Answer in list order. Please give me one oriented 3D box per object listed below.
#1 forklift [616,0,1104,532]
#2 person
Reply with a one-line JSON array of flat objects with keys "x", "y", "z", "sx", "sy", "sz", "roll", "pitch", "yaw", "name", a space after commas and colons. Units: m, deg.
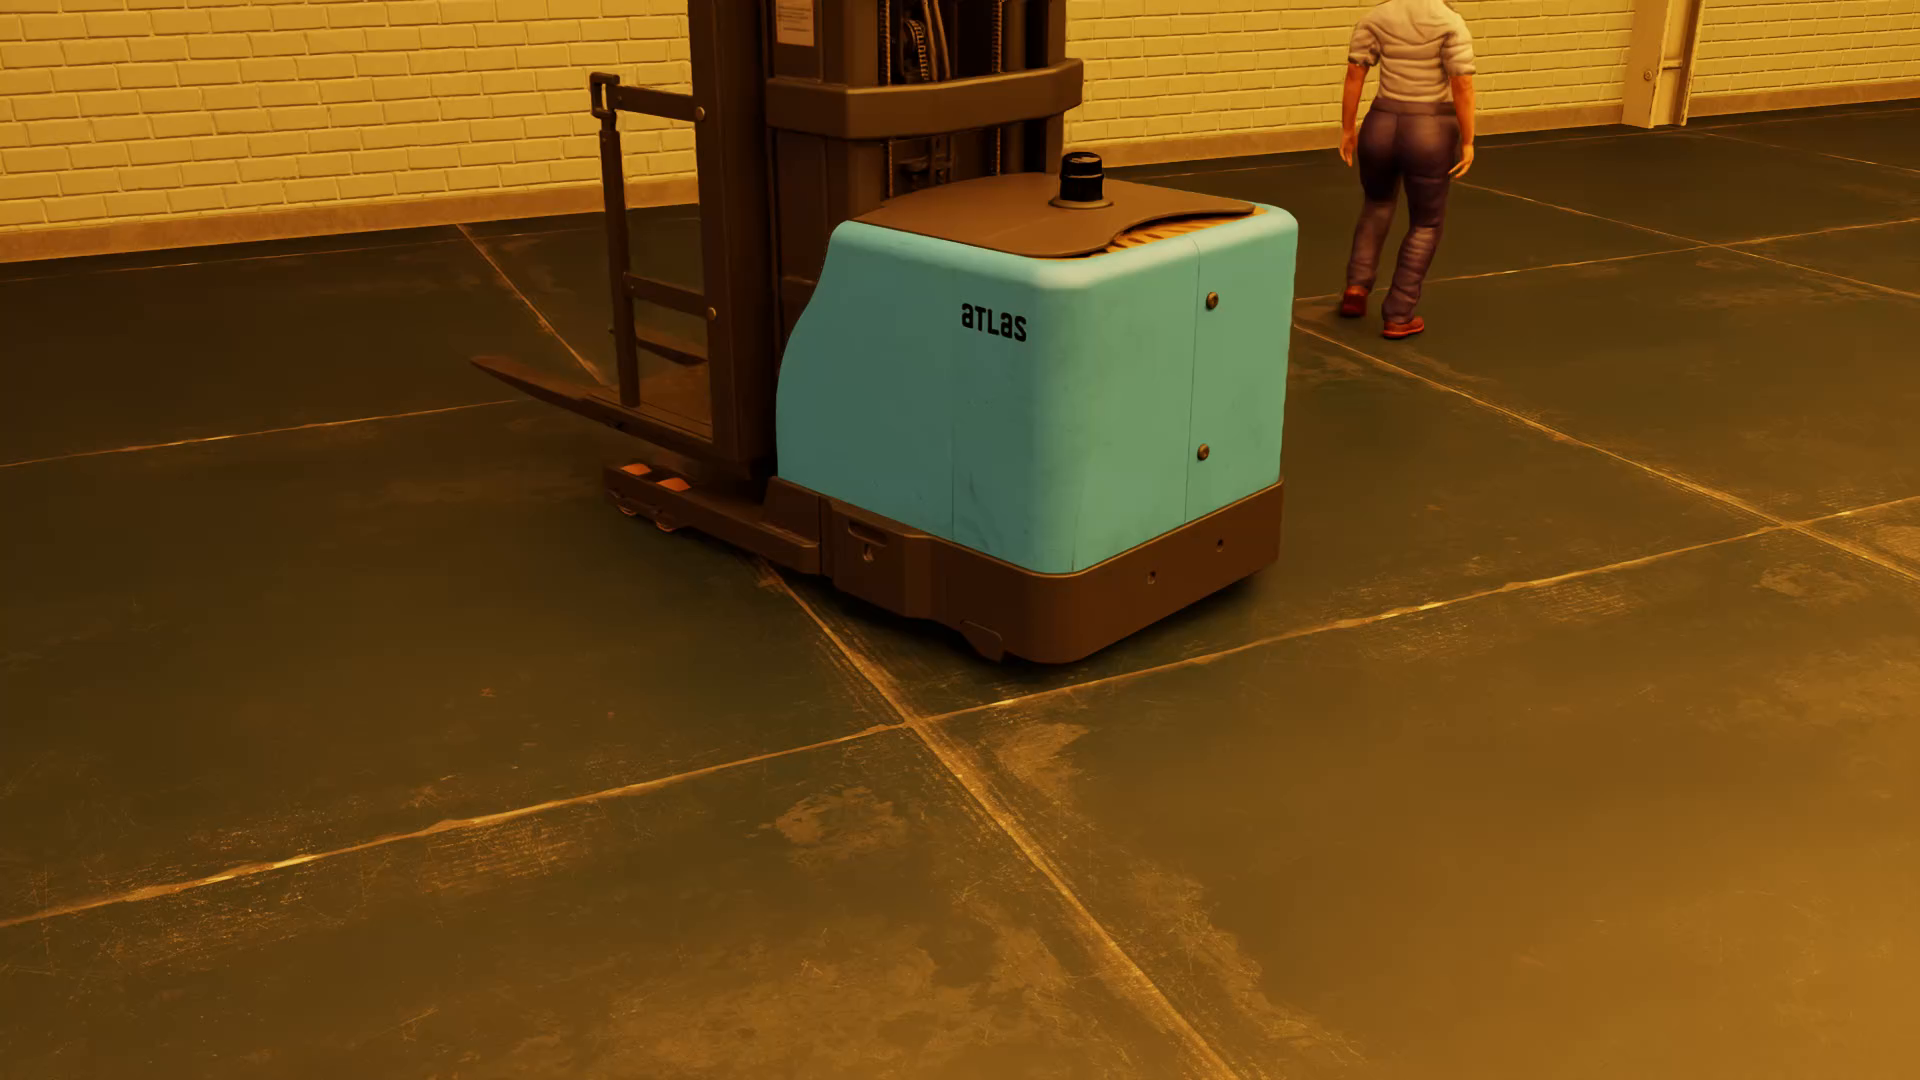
[{"x": -0.488, "y": -1.507, "z": 4.915, "sx": 3.031, "sy": 2.935, "sz": 1.121, "roll": 20, "pitch": 30, "yaw": 40, "name": "forklift"}, {"x": 1.929, "y": -1.686, "z": 7.111, "sx": 0.578, "sy": 1.678, "sz": 0.478, "roll": 17, "pitch": 28, "yaw": 35, "name": "person"}]
